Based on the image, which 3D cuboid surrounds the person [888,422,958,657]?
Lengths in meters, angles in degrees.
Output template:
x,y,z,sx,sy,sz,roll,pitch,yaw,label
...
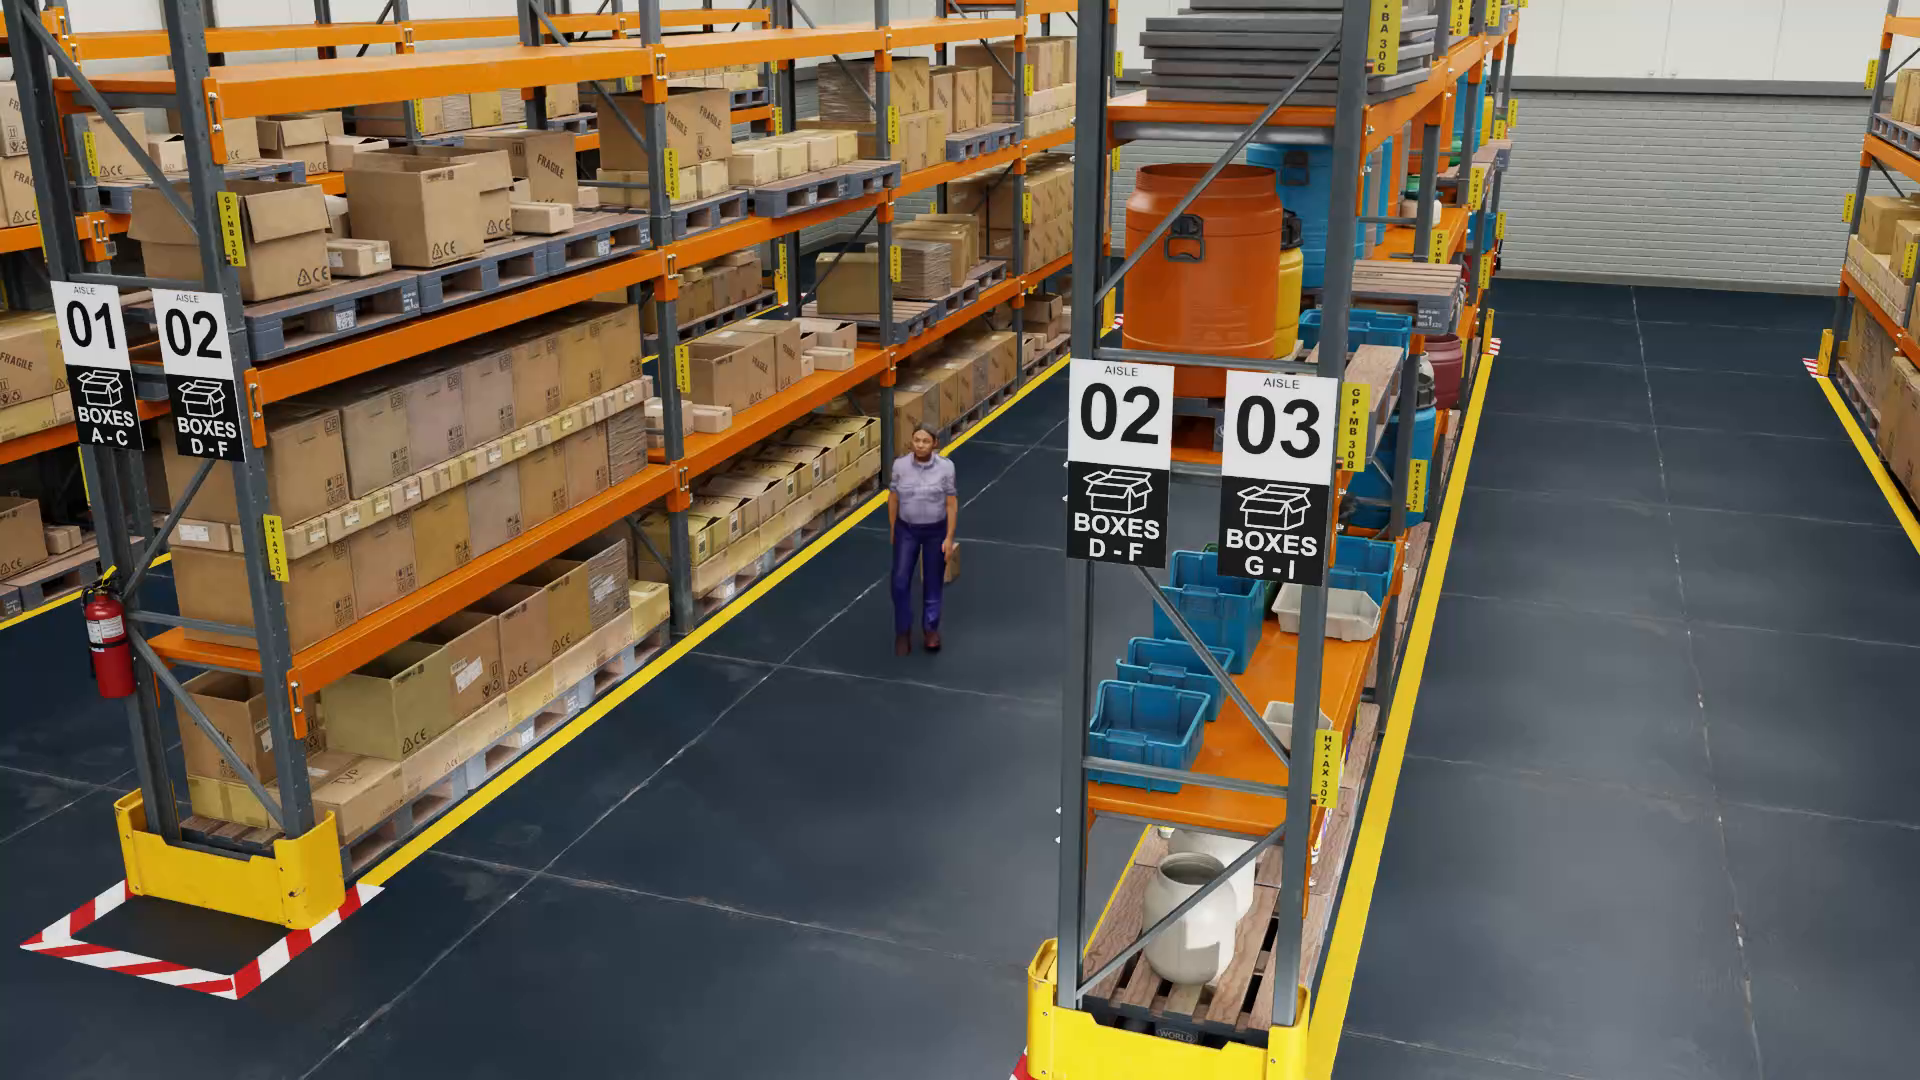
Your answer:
x,y,z,sx,sy,sz,roll,pitch,yaw,label
-0.258,0.009,11.571,0.487,1.696,0.478,0,19,0,person
